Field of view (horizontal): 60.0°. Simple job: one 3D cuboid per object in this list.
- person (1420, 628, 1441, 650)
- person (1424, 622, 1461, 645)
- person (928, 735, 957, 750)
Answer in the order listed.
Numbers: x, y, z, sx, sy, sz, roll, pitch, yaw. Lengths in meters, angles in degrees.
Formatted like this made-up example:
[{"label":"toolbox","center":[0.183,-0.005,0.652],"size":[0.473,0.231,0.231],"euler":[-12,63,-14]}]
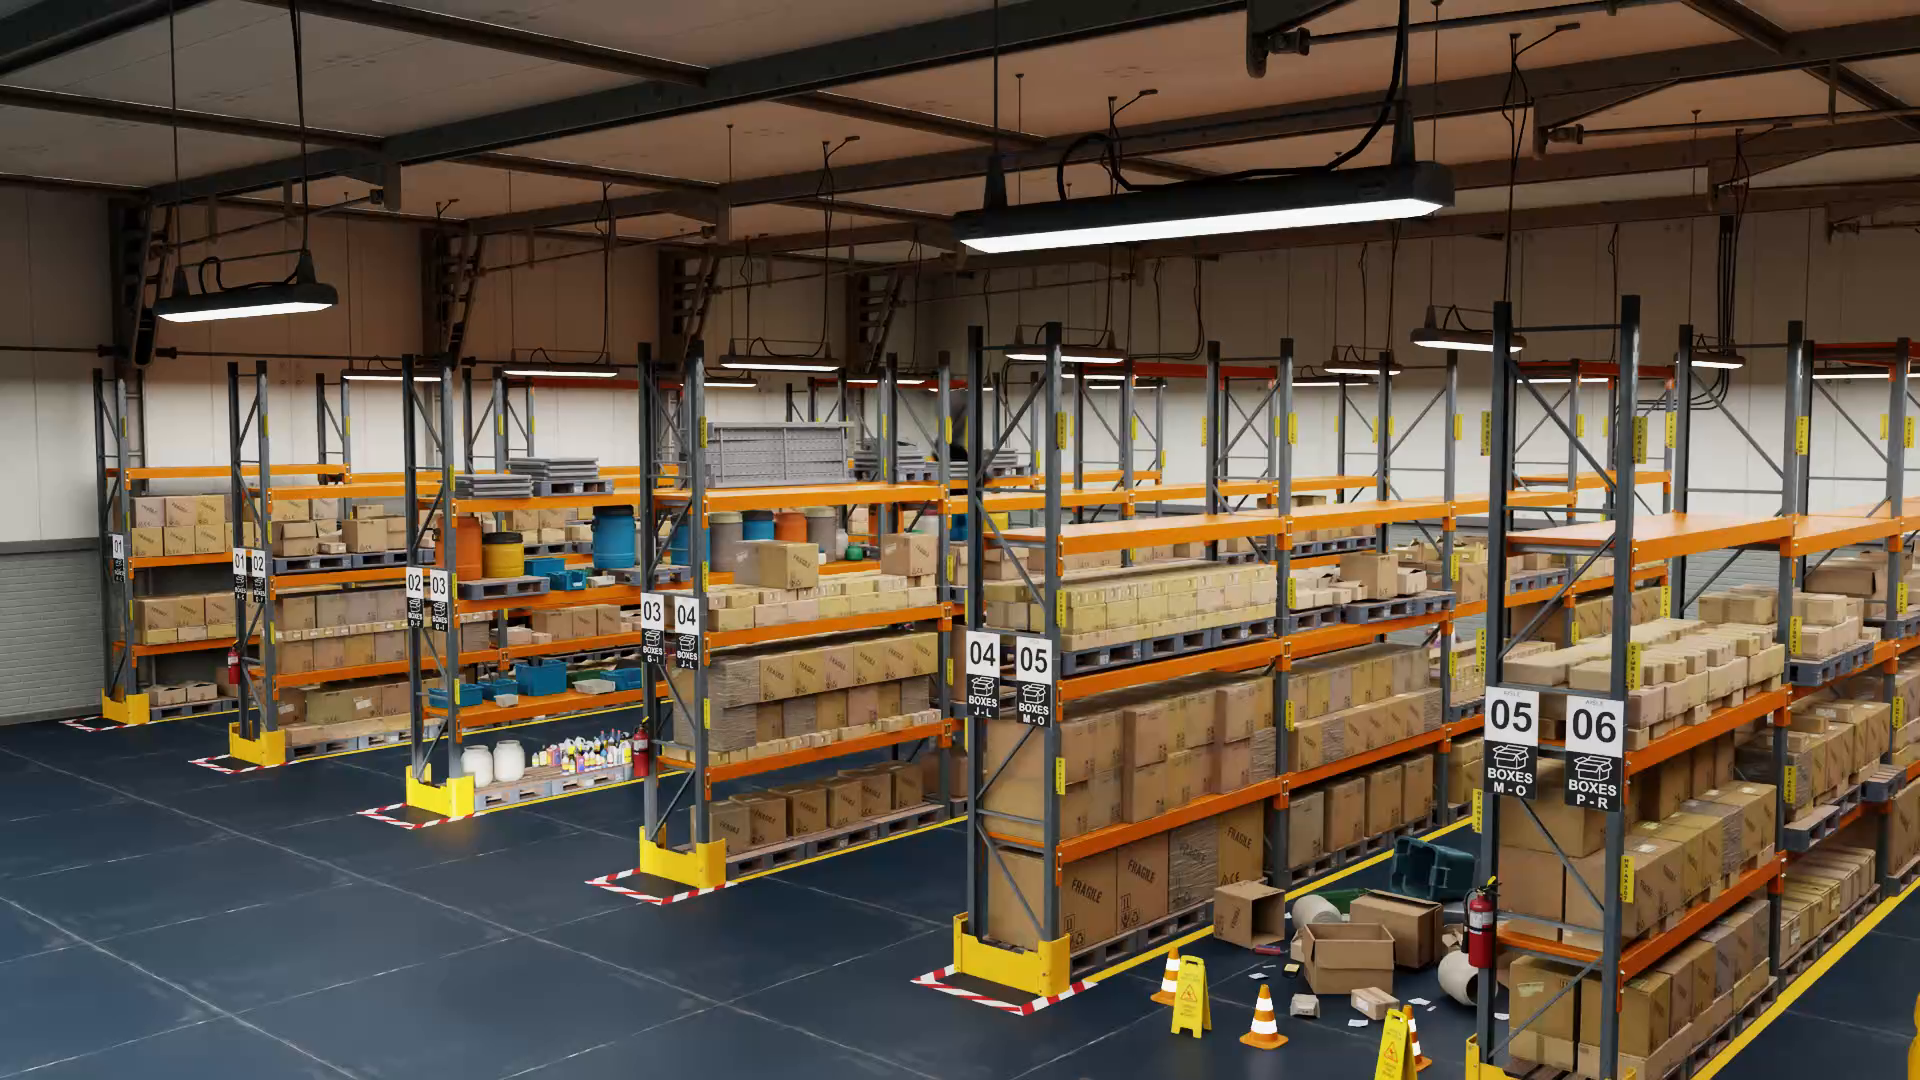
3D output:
[{"label":"person","center":[8.087,2.301,28.430],"size":[0.553,1.630,0.851],"euler":[3,5,35]},{"label":"person","center":[8.532,2.132,29.359],"size":[0.676,1.769,0.787],"euler":[0,4,6]},{"label":"person","center":[-0.283,2.512,24.344],"size":[0.677,1.742,0.896],"euler":[3,5,39]}]
